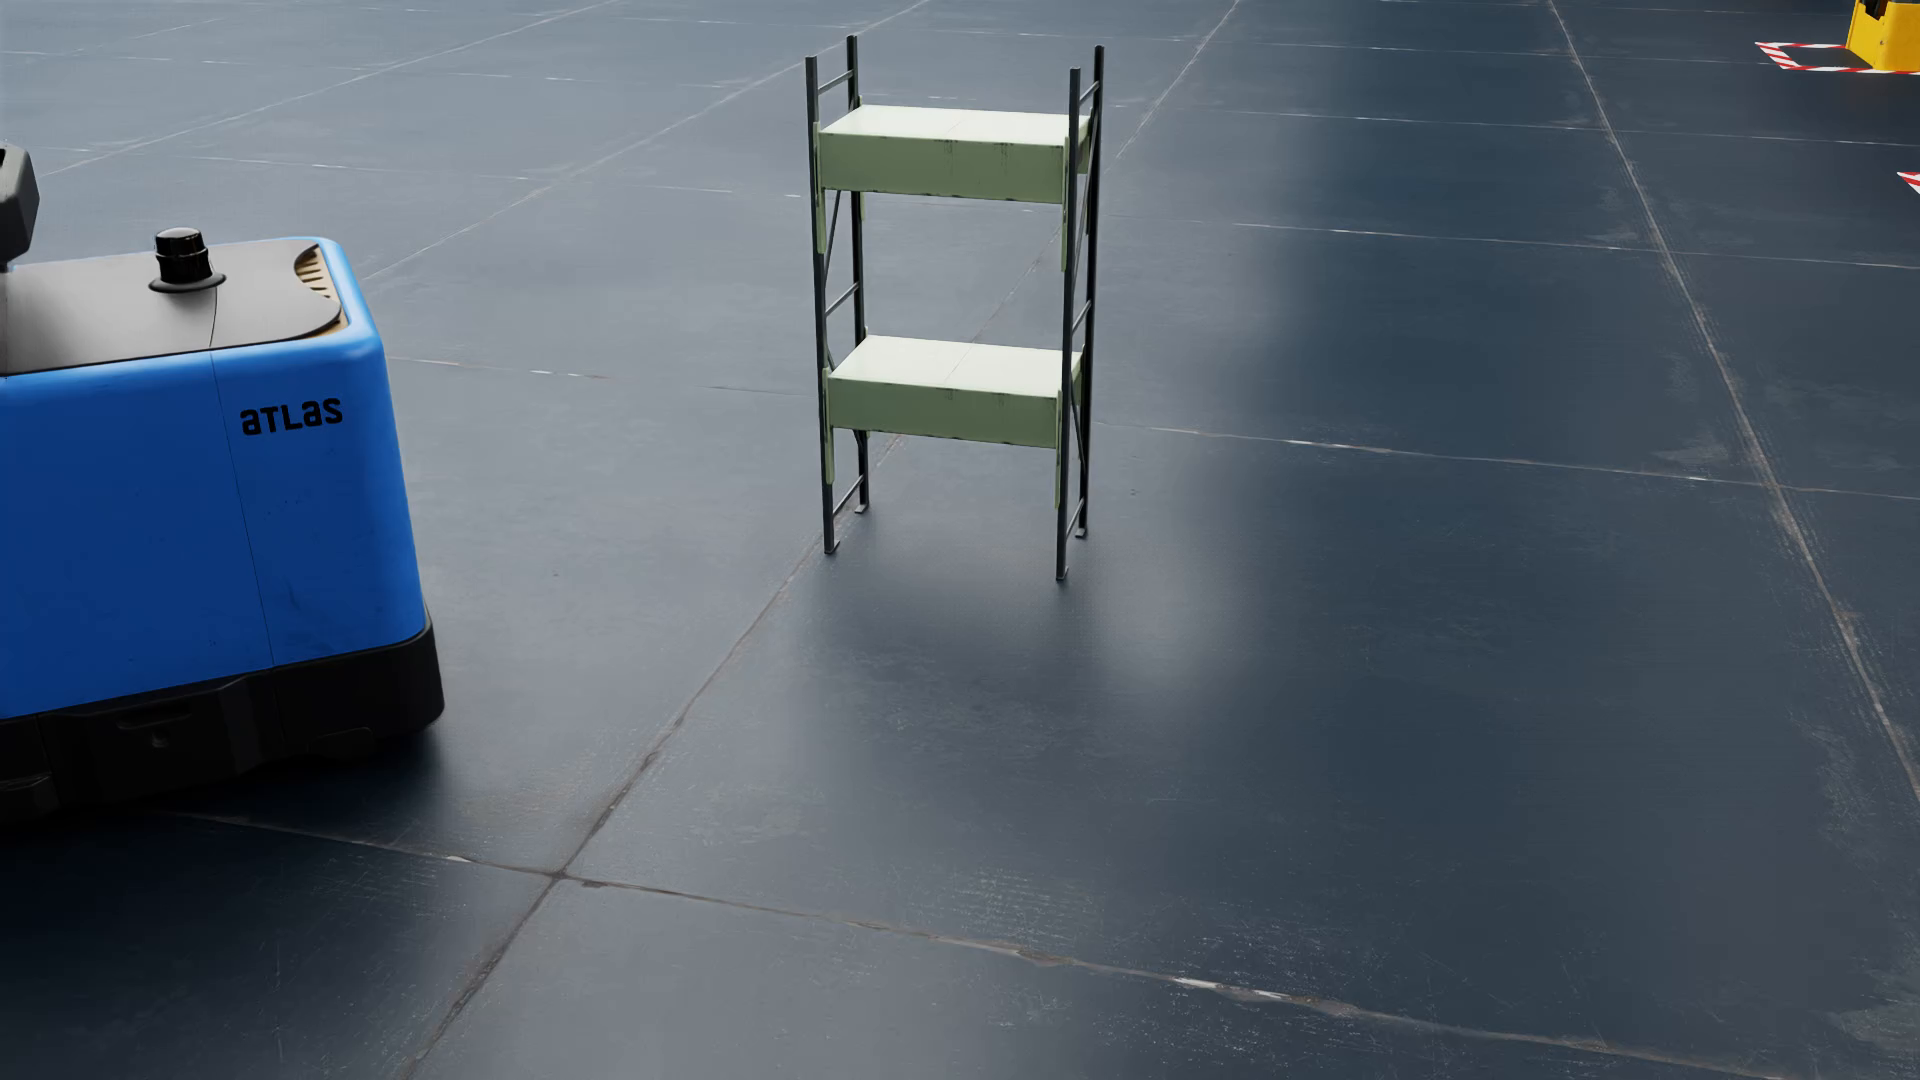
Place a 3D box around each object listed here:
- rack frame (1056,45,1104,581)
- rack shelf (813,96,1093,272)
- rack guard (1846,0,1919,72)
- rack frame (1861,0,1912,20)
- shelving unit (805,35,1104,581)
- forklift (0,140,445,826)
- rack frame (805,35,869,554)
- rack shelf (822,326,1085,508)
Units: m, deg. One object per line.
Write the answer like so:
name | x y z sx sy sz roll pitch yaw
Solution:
rack frame | 0.348 -0.639 4.847 0.023 1.500 0.400 6 26 13
rack shelf | -0.006 -1.030 4.761 0.720 0.370 0.431 6 26 13
rack guard | 7.423 -4.093 13.265 0.348 0.500 1.175 6 26 13
rack frame | 7.349 -5.230 12.745 0.127 3.000 1.000 6 26 13
shelving unit | -0.006 -0.678 4.929 0.755 1.500 0.431 6 26 13
forklift | -2.861 -0.742 3.400 3.031 2.935 1.130 -11 28 -22
rack frame | -0.361 -0.717 5.011 0.023 1.500 0.400 6 26 13
rack shelf | -0.006 -0.384 5.069 0.720 0.370 0.431 6 26 13
